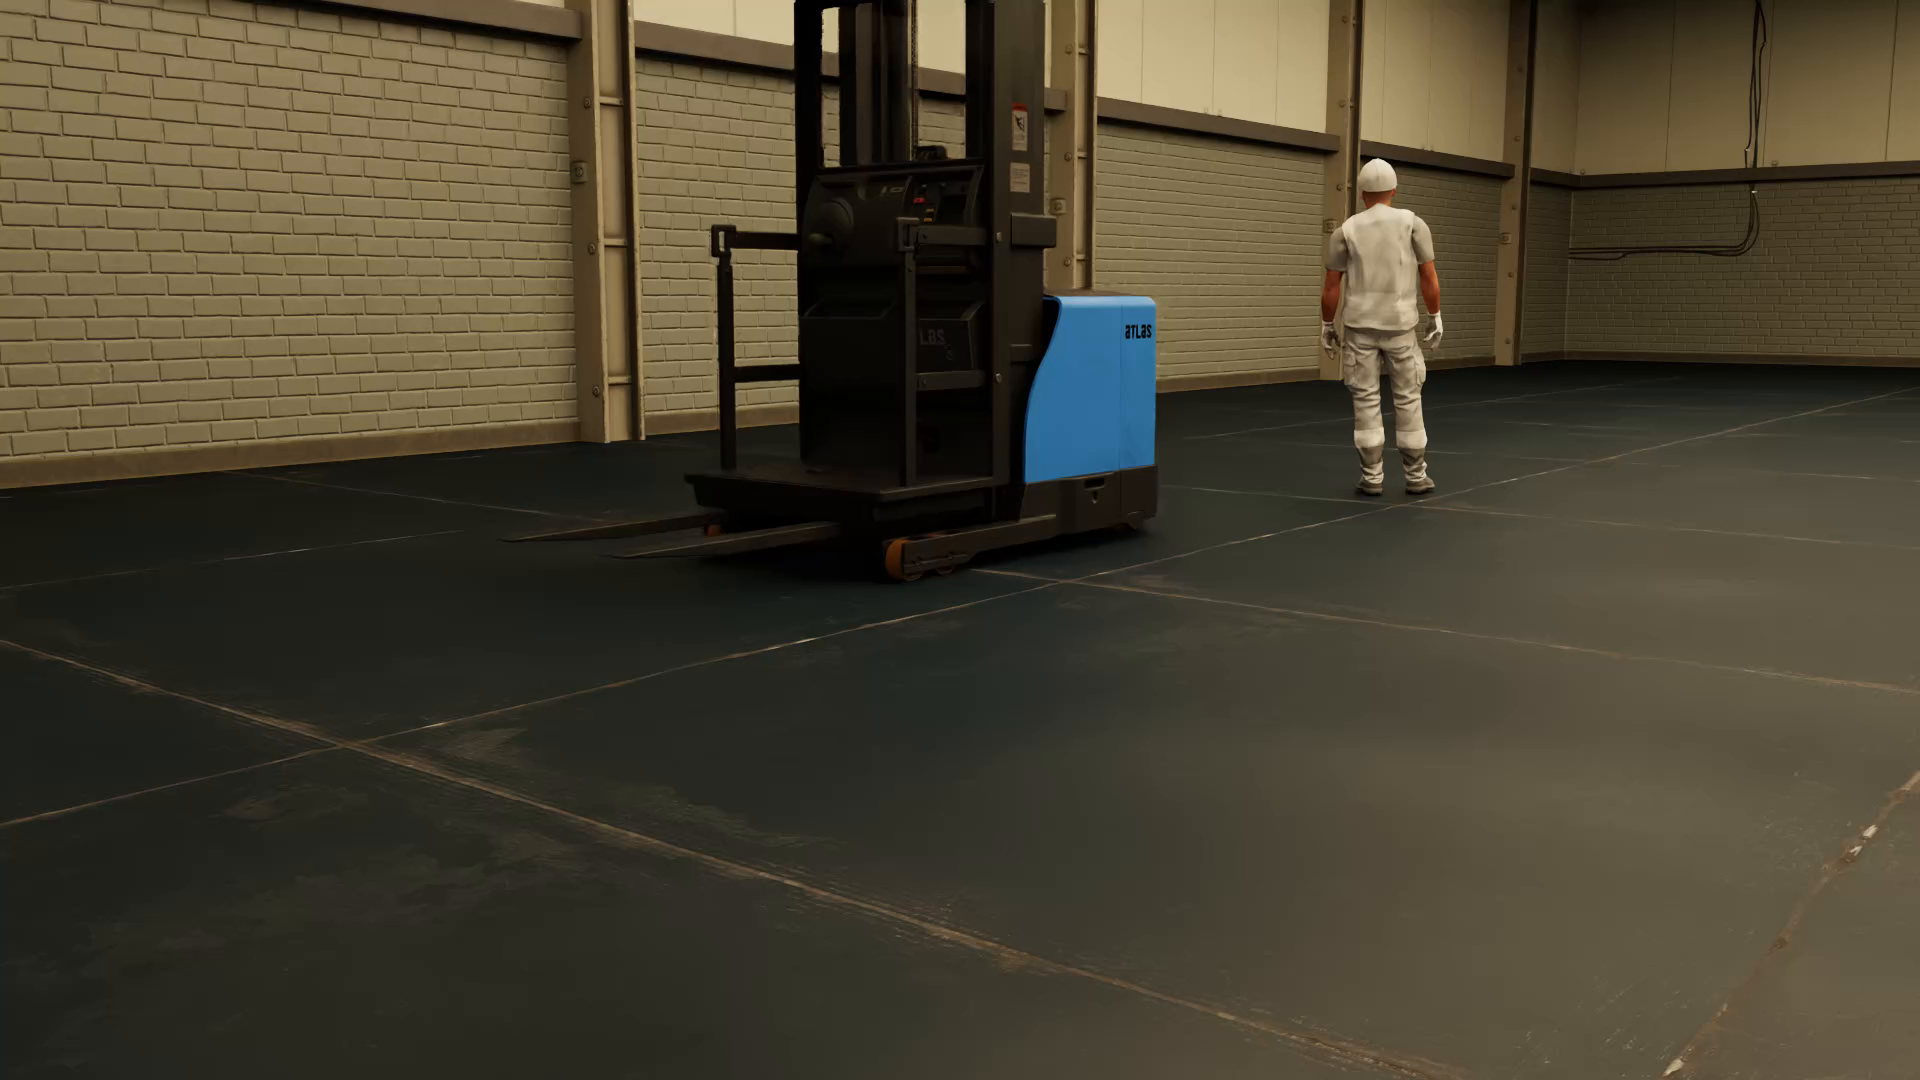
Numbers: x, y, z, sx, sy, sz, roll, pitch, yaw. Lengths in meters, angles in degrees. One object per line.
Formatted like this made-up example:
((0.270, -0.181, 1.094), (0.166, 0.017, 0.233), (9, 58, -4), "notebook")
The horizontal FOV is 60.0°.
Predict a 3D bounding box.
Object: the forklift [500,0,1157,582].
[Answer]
((-0.414, -1.372, 6.659), (1.130, 2.935, 3.031), (7, 11, 39), "forklift")

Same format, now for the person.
((2.291, -1.150, 9.032), (0.638, 1.787, 0.563), (2, 9, 16), "person")
